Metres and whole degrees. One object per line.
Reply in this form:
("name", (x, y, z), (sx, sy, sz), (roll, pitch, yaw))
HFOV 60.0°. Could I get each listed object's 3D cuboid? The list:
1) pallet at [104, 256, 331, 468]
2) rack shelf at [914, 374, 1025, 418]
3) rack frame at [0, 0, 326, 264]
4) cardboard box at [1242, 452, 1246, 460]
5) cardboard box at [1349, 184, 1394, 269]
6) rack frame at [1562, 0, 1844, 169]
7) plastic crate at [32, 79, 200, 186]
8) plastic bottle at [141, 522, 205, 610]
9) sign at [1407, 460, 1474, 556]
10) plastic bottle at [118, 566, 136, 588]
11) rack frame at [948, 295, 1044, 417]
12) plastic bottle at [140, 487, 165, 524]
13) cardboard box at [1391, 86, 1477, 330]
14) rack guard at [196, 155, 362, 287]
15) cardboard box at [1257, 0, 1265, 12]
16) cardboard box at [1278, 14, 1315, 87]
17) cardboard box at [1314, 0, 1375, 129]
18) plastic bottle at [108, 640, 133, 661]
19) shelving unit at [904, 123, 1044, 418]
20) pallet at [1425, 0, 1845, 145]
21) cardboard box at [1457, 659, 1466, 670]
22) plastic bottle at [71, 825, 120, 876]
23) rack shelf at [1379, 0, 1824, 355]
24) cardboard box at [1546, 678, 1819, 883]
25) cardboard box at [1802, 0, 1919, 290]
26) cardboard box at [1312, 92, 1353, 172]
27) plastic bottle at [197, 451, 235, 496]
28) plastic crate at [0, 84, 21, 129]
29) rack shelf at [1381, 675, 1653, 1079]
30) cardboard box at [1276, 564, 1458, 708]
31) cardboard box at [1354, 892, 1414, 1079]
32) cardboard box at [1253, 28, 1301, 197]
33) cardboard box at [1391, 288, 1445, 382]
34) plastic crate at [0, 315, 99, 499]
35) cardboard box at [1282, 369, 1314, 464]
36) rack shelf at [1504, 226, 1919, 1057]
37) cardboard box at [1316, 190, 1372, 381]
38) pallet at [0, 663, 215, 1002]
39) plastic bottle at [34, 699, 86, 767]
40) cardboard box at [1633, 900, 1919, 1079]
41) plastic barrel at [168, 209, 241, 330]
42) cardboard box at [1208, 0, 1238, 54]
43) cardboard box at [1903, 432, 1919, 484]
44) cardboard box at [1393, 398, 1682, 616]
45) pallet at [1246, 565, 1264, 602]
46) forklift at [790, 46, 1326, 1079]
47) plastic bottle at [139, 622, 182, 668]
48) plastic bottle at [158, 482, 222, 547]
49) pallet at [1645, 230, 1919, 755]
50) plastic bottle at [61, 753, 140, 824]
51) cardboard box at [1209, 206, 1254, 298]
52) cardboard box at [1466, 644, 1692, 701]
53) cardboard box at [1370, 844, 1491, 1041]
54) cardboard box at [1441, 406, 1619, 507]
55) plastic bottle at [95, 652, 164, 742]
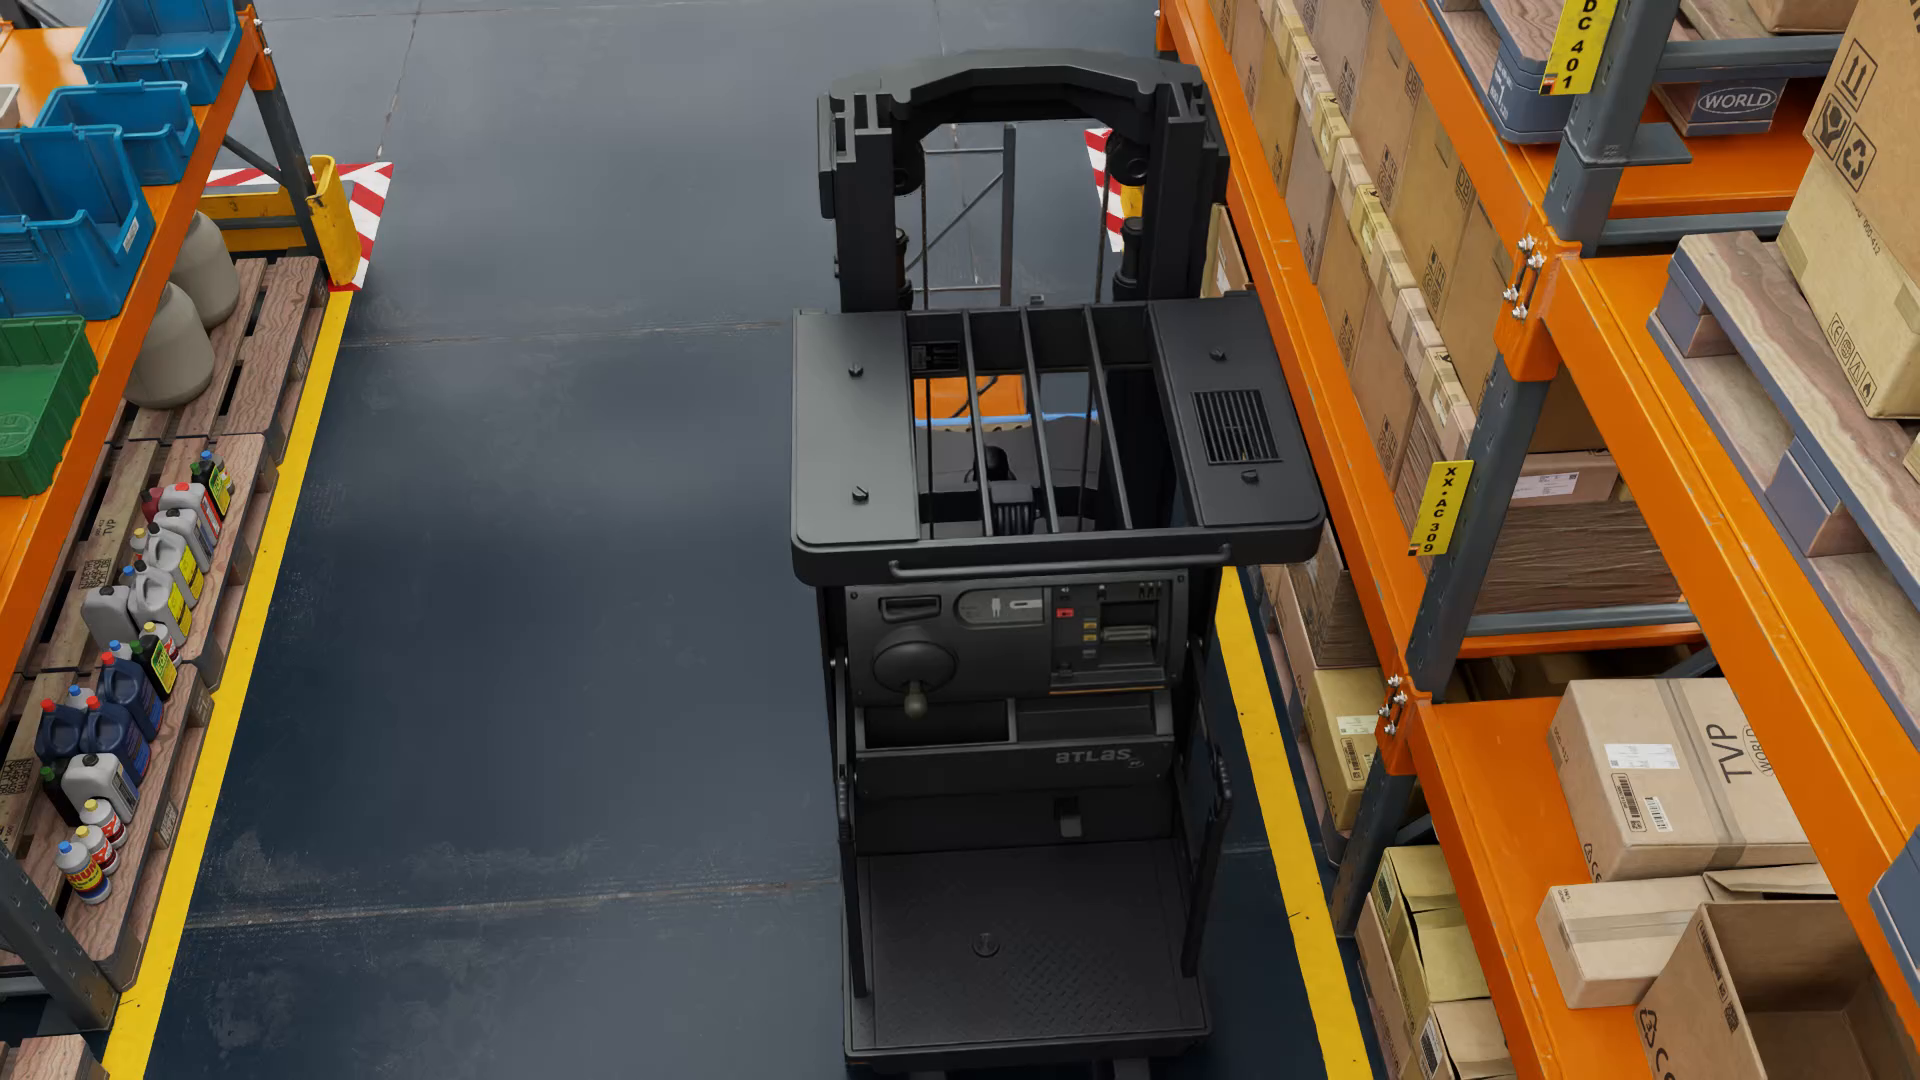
("pallet", (-3.418, -0.782, 7.345), (1.003, 0.211, 1.213), (-3, 47, -3))
("rack shelf", (-0.010, -0.509, 6.447), (0.538, 0.185, 1.000), (-3, 47, -3))
("rack frame", (-3.534, -2.381, 6.939), (1.000, 3.000, 0.127), (-3, 47, -3))
("cardboard box", (1.349, -0.391, 6.659), (0.500, 0.250, 0.500), (-3, 47, -3))
("cardboard box", (1.417, -0.963, 5.080), (0.380, 0.149, 0.250), (-4, 47, -3))
("rack frame", (1.737, -1.848, 2.303), (1.000, 3.000, 0.127), (-3, 47, -3))
("plastic crate", (-3.145, -1.516, 6.222), (0.499, 0.251, 0.408), (-3, 47, -3))
("plastic bottle", (-2.920, 0.085, 6.125), (0.144, 0.351, 0.185), (-2, 47, -2))
("sign", (1.184, -0.075, 4.105), (0.100, 0.325, 0.005), (-3, 47, -3))
("plastic bottle", (-3.037, 0.175, 6.143), (0.097, 0.201, 0.097), (0, 47, 0))
("rack frame", (0.025, -0.264, 5.967), (0.500, 1.500, 0.032), (-3, 47, -3))
("plastic bottle", (-3.056, -0.105, 6.352), (0.061, 0.283, 0.133), (-3, 47, -3))
("cardboard box", (1.650, -0.952, 4.623), (0.700, 0.500, 0.500), (-4, 47, -3))
("rack guard", (-3.481, -1.469, 7.797), (1.175, 0.500, 0.348), (-3, 47, -3))
("cardboard box", (1.284, -2.086, 6.144), (0.380, 0.149, 0.250), (-4, 47, -4))
("cardboard box", (1.330, -1.708, 5.786), (0.380, 0.149, 0.250), (-4, 47, -4))
("cardboard box", (1.567, -1.676, 5.309), (0.700, 0.500, 0.500), (-3, 47, -3))
("plastic bottle", (-2.919, 0.450, 5.834), (0.097, 0.271, 0.097), (0, 47, 0))
("shelving unit", (-0.009, -0.626, 6.310), (0.587, 1.500, 1.083), (-3, 47, -3))
("pallet", (1.640, -1.402, 4.007), (1.003, 0.211, 1.213), (-3, 47, -3))
("cardboard box", (1.963, 0.300, 6.005), (0.500, 0.250, 0.500), (-3, 47, -3))
("plastic bottle", (-2.798, 0.993, 5.368), (0.097, 0.201, 0.097), (0, 47, 0))
("rack shelf", (1.570, -2.017, 5.023), (1.077, 0.370, 4.000), (-3, 47, -3))
("cardboard box", (1.822, 0.620, 4.200), (0.500, 0.250, 0.500), (-1, 47, -1))
("cardboard box", (1.749, -0.719, 2.597), (0.500, 0.500, 0.500), (-3, 47, -3))
("cardboard box", (1.371, -1.337, 5.435), (0.380, 0.149, 0.250), (-2, 47, -2))
("plastic bottle", (-2.944, -0.268, 6.562), (0.097, 0.201, 0.097), (0, 47, 0))
("plastic crate", (-3.780, -1.623, 6.403), (0.298, 0.136, 0.250), (-3, 47, -3))
("rack shelf", (1.904, 1.909, 3.372), (1.077, 0.370, 4.000), (-3, 47, -3))
("cardboard box", (1.448, 0.331, 5.975), (0.500, 0.250, 0.500), (-3, 47, -3))
("cardboard box", (1.524, 1.323, 5.036), (0.500, 0.250, 0.500), (-5, 47, -4))
("cardboard box", (1.513, -1.636, 6.165), (0.700, 0.500, 0.500), (-3, 47, -3))
("cardboard box", (1.458, -0.595, 4.732), (0.380, 0.149, 0.250), (-5, 47, -4))
("plastic crate", (-3.032, -0.413, 5.222), (0.450, 0.188, 0.662), (-3, 47, -3))
("cardboard box", (1.404, -0.288, 6.045), (0.500, 0.500, 0.500), (-3, 47, -3))
("rack shelf", (1.904, 0.878, 2.283), (1.077, 0.370, 4.000), (-3, 47, -3))
("cardboard box", (1.605, -0.885, 5.453), (0.700, 0.500, 0.500), (-3, 47, -3))
("pallet", (-3.214, 0.983, 5.673), (1.003, 0.211, 1.213), (-3, 47, -3))
("plastic bottle", (-2.997, 0.672, 5.569), (0.144, 0.351, 0.185), (-3, 47, -3))
("cardboard box", (1.829, 1.118, 3.556), (0.500, 0.500, 0.500), (0, 47, 0))
("plastic barrel", (-3.403, -1.199, 7.243), (0.421, 0.512, 0.421), (0, 47, 0))
("cardboard box", (1.428, -2.375, 6.865), (0.700, 0.500, 0.500), (-3, 47, -3))
("cardboard box", (1.828, -0.066, 2.495), (0.500, 0.250, 0.500), (-8, 47, -7))
("cardboard box", (1.694, -0.140, 4.748), (0.700, 0.500, 0.500), (-5, 47, -4))
("pallet", (1.607, -0.289, 6.878), (1.003, 0.211, 1.213), (-3, 47, -3))
("forklift", (0.174, 0.370, 4.381), (1.130, 2.935, 3.031), (-3, 47, -3))
("plastic bottle", (-2.870, 0.372, 5.956), (0.097, 0.201, 0.097), (0, 47, 0))
("plastic bottle", (-2.950, -0.110, 6.361), (0.152, 0.276, 0.135), (-3, 47, -3))
("pallet", (1.824, -0.114, 2.858), (0.805, 0.209, 1.217), (-5, 47, -5))
("plastic bottle", (-2.844, 0.809, 5.491), (0.152, 0.276, 0.135), (-2, 47, -2))
("cardboard box", (1.324, -1.012, 6.731), (0.500, 0.500, 0.500), (-3, 47, -3))
("cardboard box", (2.010, 0.403, 5.390), (0.500, 0.500, 0.500), (-3, 47, -3))
("cardboard box", (1.523, 1.137, 4.826), (0.500, 0.311, 0.500), (-3, 47, -3))
("cardboard box", (1.501, -0.227, 4.383), (0.380, 0.149, 0.250), (-4, 47, -3))
("plastic bottle", (-2.869, 0.527, 5.707), (0.144, 0.351, 0.185), (-5, 47, -5))
